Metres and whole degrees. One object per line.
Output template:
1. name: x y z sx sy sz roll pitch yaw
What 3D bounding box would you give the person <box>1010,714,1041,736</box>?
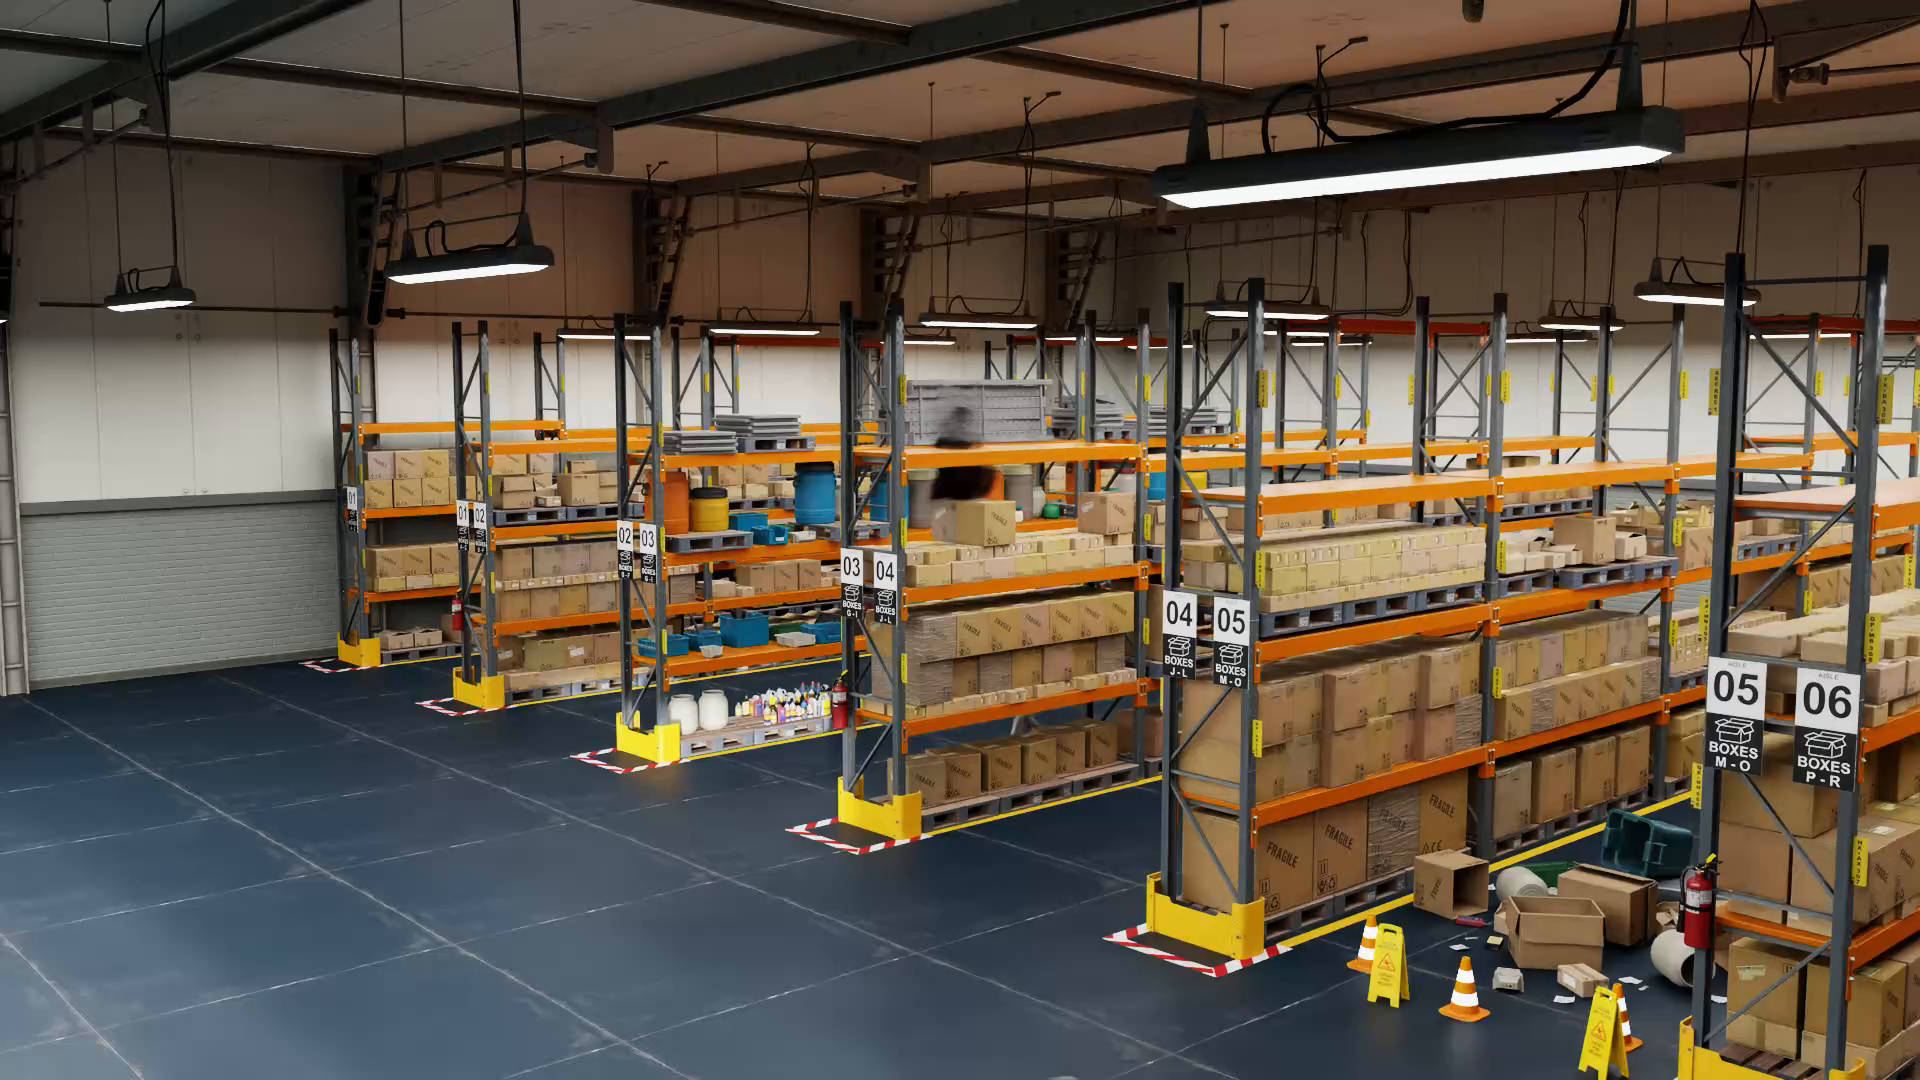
1. person: 0.852 2.061 22.765 0.565 1.673 0.951 5 7 40
